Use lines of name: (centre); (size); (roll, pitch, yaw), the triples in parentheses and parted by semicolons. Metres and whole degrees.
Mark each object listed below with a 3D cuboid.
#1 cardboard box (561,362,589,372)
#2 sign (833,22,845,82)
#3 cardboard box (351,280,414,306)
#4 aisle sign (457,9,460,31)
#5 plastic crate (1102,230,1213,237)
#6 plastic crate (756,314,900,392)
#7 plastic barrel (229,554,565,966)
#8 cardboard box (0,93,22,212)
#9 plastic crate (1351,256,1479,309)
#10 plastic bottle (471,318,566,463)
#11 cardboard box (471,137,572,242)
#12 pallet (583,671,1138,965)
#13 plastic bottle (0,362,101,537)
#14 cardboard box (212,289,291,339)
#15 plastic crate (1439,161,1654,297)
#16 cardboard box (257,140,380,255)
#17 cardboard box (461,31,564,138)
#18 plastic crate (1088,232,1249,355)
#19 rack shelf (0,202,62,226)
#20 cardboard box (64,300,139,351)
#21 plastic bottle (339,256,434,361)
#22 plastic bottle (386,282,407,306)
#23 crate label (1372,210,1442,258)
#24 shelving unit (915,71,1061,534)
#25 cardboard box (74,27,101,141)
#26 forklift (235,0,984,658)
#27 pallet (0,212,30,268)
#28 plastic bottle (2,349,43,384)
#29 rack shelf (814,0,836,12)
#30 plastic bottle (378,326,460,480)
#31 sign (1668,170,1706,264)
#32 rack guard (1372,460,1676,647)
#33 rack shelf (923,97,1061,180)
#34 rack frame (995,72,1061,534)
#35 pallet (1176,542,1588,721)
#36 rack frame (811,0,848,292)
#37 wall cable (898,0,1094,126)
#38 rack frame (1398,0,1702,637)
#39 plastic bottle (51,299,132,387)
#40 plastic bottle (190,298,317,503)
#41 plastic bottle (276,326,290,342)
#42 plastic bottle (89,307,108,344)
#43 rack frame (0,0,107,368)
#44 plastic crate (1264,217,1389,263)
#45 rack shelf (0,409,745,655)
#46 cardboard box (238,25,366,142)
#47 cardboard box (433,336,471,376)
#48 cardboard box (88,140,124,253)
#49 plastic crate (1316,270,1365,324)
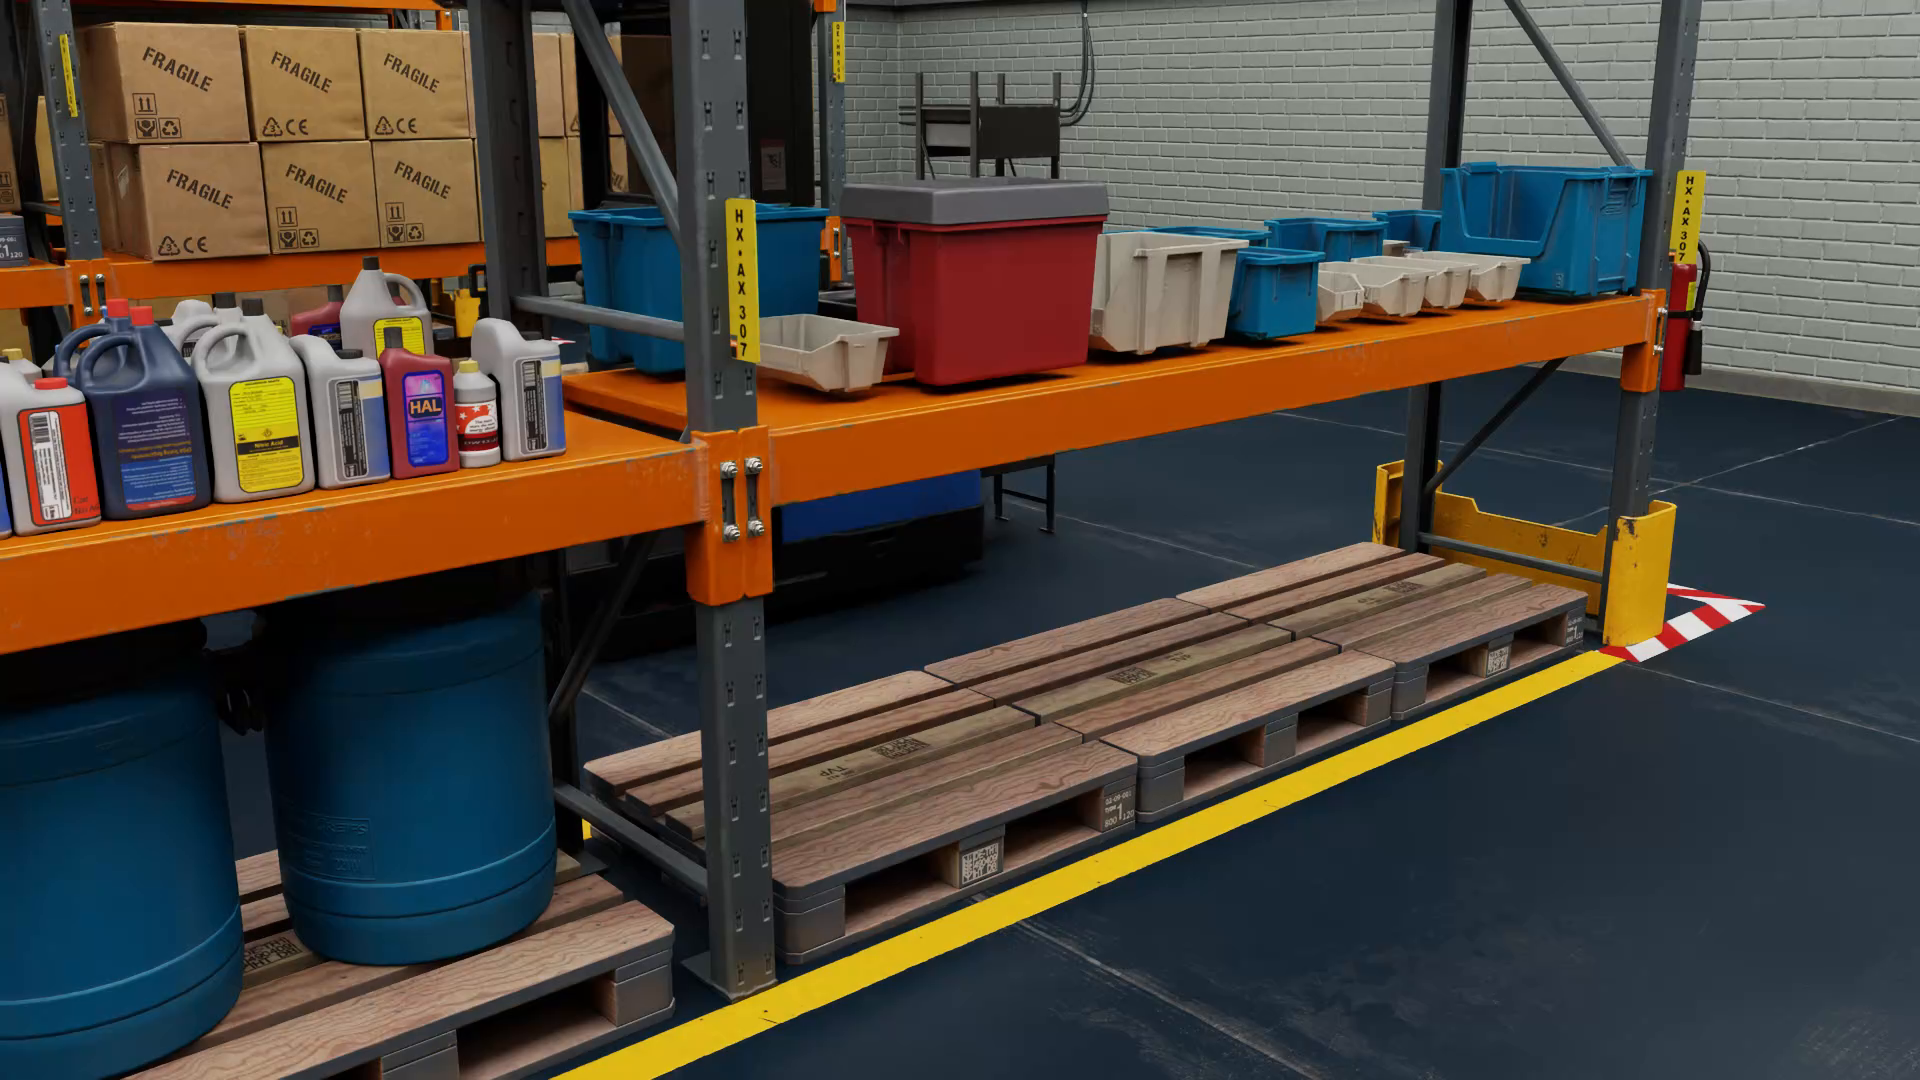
cardboard box: (-2.004, -0.904, 9.796); (0.500, 0.250, 0.500); (-13, 19, -39)
sign: (-0.681, -2.742, 9.346); (0.005, 0.325, 0.100); (-13, 19, -39)
cardboard box: (-4.747, -1.962, 13.313); (0.500, 0.500, 0.700); (-13, 19, -39)
aisle sign: (-4.034, -4.315, 13.053); (0.004, 0.787, 0.394); (-13, 19, -39)
plastic crate: (0.596, -0.873, 5.413); (0.300, 0.233, 0.416); (-13, 19, -39)
plastic crate: (-0.354, -0.451, 4.021); (0.243, 0.136, 0.396); (-13, 19, -39)
plastic barrel: (-1.221, 0.401, 3.688); (0.708, 0.901, 0.600); (-13, 19, -39)
cardboard box: (-4.552, -1.678, 7.212); (0.700, 0.500, 0.500); (8, 17, 28)
plastic crate: (1.494, -0.858, 5.545); (0.243, 0.136, 0.396); (-13, 19, -39)
plastic bottle: (-0.884, -0.309, 3.334); (0.135, 0.276, 0.152); (-13, 19, -39)
cardboard box: (-2.339, -1.803, 8.495); (0.500, 0.500, 0.500); (-13, 20, -40)
pallet: (-0.270, 0.717, 4.658); (1.213, 0.211, 1.003); (-13, 19, -39)
plastic bottle: (-1.540, -0.162, 2.783); (0.135, 0.276, 0.152); (-13, 19, -39)
cardboard box: (-5.504, -1.792, 12.676); (0.500, 0.500, 0.700); (-13, 20, -41)
plastic crate: (2.088, -1.129, 5.980); (0.499, 0.435, 0.616); (-13, 19, -39)
cardboard box: (-3.100, -1.632, 7.855); (0.500, 0.500, 0.500); (-12, 19, -38)
cardboard box: (-2.342, -2.282, 8.350); (0.500, 0.500, 0.500); (-12, 19, -38)
plastic crate: (0.474, -0.693, 4.646); (0.530, 0.282, 0.437); (-13, 19, -39)
rack shelf: (-5.794, -2.419, 12.386); (4.000, 0.370, 1.077); (-13, 19, -39)
cardboard box: (-6.290, -1.614, 12.009); (0.500, 0.500, 0.700); (-13, 20, -40)
plastic bottle: (-1.308, -0.471, 3.798); (0.185, 0.351, 0.144); (-13, 19, -39)
plastic bottle: (-1.356, -0.463, 3.897); (0.133, 0.283, 0.061); (-13, 19, -39)
crate label: (1.816, -1.147, 6.438); (0.303, 0.233, 0.416); (-13, 19, -39)
shelving unit: (0.125, -1.042, 7.584); (0.503, 2.100, 0.431); (-13, 19, -39)
cardboard box: (-3.836, -2.131, 7.784); (0.500, 0.500, 0.500); (-13, 19, -39)
forklift: (-1.362, -1.134, 6.314); (3.031, 2.935, 1.130); (-12, 19, -37)
pallet: (-4.722, -1.257, 7.014); (1.213, 0.211, 1.003); (-13, 19, -39)
plastic bottle: (-1.927, -0.289, 3.405); (0.097, 0.201, 0.097); (0, 15, 0)
rack shelf: (-2.539, -2.904, 8.391); (4.000, 0.370, 1.077); (-13, 19, -39)
plastic bottle: (-1.029, -0.264, 3.154); (0.133, 0.283, 0.061); (-13, 19, -39)
sign: (2.592, -1.151, 5.929); (0.005, 0.325, 0.100); (-13, 19, -39)
rack guard: (2.228, 0.025, 6.688); (0.348, 0.500, 1.175); (-13, 19, -39)
rack shelf: (0.125, -1.706, 7.407); (0.480, 0.518, 0.431); (-13, 19, -39)
rack frame: (0.309, -1.084, 7.739); (0.015, 2.100, 0.400); (-13, 19, -39)
pallet: (1.571, 0.303, 6.206); (1.213, 0.211, 1.003); (-13, 19, -39)
rack frame: (-1.030, -2.141, 9.953); (0.127, 3.000, 1.000); (-13, 19, -39)
wall cable: (0.216, -5.392, 16.514); (0.112, 2.526, 3.097); (-13, 19, -39)
rack frame: (2.218, -1.176, 6.341); (0.127, 3.000, 1.000); (-13, 19, -39)
plastic bottle: (-1.512, -0.252, 2.977); (0.185, 0.351, 0.144); (-13, 19, -39)
plastic bottle: (-1.278, -0.255, 2.989); (0.185, 0.351, 0.144); (-13, 19, -39)
plastic bottle: (-1.532, -0.378, 3.737); (0.097, 0.201, 0.097); (0, 15, 0)
plastic bottle: (-1.780, -0.356, 3.519); (0.097, 0.271, 0.097); (0, 15, 0)
rack frame: (-4.048, -1.464, 7.417); (0.127, 3.000, 1.000); (-13, 19, -39)
plastic crate: (1.319, -1.035, 6.021); (0.300, 0.233, 0.416); (-13, 19, -39)
rack shelf: (-2.308, 0.188, 2.628); (4.000, 0.370, 1.077); (-13, 19, -39)
cardboard box: (-3.119, -2.107, 7.696); (0.500, 0.500, 0.500); (-13, 20, -41)
cardboard box: (-2.634, -0.789, 8.877); (0.637, 0.503, 0.797); (-13, 19, -39)
cardboard box: (-3.839, -1.646, 7.908); (0.500, 0.500, 0.500); (-12, 19, -38)
plastic crate: (1.089, -0.752, 5.149); (0.250, 0.136, 0.298); (-13, 19, -39)
